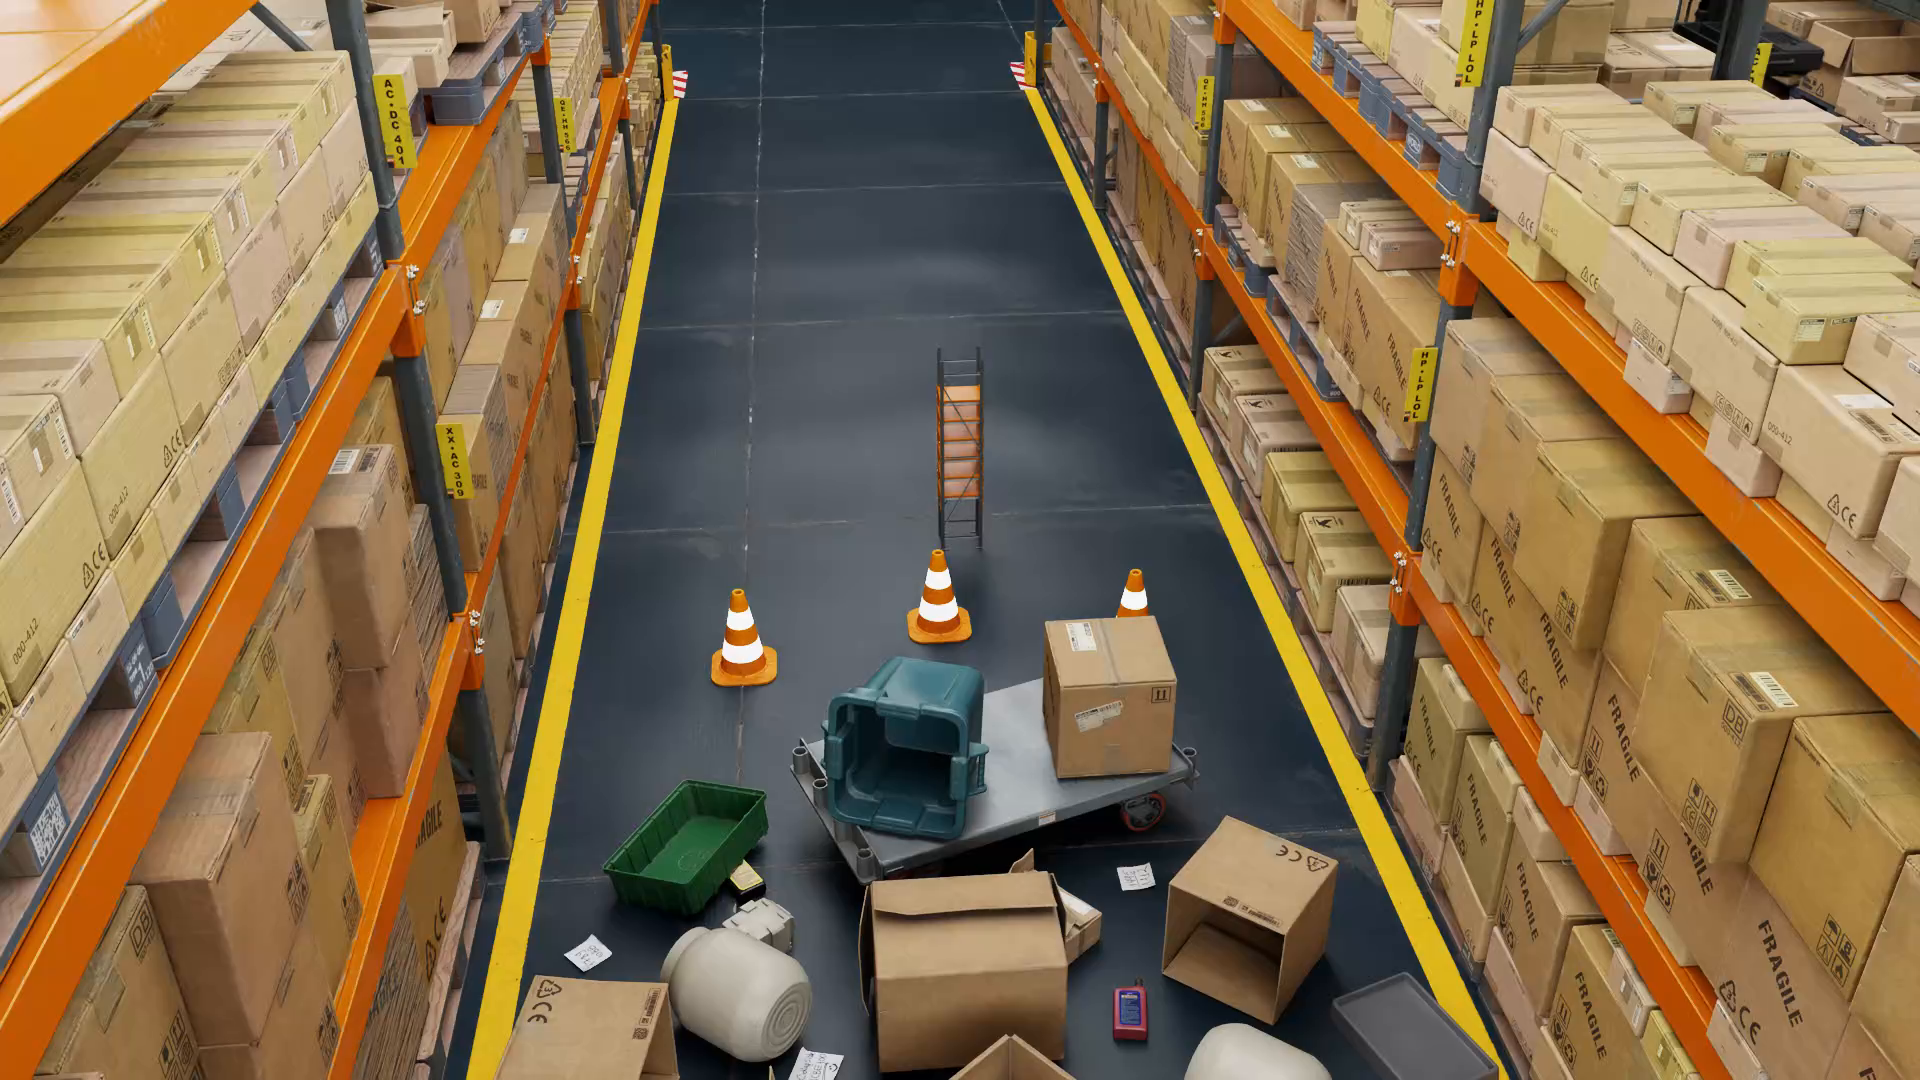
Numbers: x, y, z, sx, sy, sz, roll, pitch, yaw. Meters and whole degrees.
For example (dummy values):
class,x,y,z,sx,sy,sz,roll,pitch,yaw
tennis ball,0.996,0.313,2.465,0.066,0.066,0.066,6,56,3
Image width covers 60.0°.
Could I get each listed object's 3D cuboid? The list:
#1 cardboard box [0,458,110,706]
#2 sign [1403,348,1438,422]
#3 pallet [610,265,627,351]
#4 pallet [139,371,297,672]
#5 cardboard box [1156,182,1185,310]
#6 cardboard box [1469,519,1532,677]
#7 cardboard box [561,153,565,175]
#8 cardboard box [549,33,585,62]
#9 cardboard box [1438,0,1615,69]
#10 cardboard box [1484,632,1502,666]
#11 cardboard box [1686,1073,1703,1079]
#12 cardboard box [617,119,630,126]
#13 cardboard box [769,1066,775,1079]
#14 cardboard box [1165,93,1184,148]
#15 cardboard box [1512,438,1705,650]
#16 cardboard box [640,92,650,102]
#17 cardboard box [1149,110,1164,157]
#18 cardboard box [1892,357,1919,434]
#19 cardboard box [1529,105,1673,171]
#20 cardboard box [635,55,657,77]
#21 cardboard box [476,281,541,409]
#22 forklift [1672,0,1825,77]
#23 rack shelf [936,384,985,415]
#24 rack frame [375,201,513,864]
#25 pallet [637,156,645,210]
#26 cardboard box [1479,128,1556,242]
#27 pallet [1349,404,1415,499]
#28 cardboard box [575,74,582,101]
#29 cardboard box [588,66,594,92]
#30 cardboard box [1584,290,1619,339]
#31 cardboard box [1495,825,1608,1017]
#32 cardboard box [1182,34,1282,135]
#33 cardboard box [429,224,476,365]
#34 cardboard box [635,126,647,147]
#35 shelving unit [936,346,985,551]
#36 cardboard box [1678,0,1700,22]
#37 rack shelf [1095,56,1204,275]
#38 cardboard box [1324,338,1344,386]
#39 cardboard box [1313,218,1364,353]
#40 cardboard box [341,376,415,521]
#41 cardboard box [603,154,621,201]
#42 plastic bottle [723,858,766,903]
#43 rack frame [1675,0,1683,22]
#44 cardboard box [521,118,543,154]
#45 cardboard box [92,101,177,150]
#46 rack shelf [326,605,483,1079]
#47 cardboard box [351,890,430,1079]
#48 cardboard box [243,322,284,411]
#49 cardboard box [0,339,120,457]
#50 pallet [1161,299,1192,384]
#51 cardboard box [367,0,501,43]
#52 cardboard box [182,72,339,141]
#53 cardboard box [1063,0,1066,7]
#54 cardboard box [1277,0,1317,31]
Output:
class,x,y,z,sx,sy,sz,roll,pitch,yaw
cardboard box,-1.963,0.080,3.115,0.500,0.250,0.500,-3,31,-5
sign,1.868,-0.627,6.746,0.100,0.325,0.005,-3,31,-5
pallet,-3.055,-1.735,12.450,1.003,0.211,1.213,-3,31,-5
pallet,-2.322,-0.080,4.120,1.003,0.211,1.213,-3,31,-5
cardboard box,1.985,-2.281,12.307,0.875,0.875,0.875,-2,31,-4
cardboard box,2.254,0.164,6.163,0.500,0.500,0.500,-3,31,-5
cardboard box,-2.738,-2.360,10.611,0.380,0.149,0.250,-1,31,-2
cardboard box,-2.922,-3.558,12.037,0.380,0.149,0.250,-4,31,-6
cardboard box,2.239,-2.067,6.609,0.500,0.250,0.500,-2,31,-3
cardboard box,2.261,0.386,6.424,0.380,0.149,0.250,-3,31,-5
cardboard box,2.358,1.703,4.883,0.380,0.149,0.250,-2,31,-3
cardboard box,-3.112,-3.622,14.680,0.380,0.149,0.250,-3,31,-5
cardboard box,-0.505,2.093,5.987,0.396,0.266,0.258,2,31,4
cardboard box,1.697,-2.848,11.252,0.500,0.250,0.500,-4,31,-6
cardboard box,2.291,-0.004,5.469,0.700,0.500,0.500,-3,31,-6
cardboard box,-3.170,-4.164,15.877,0.380,0.149,0.250,-1,31,-2
cardboard box,1.646,-2.900,11.827,0.500,0.250,0.500,-3,31,-5
cardboard box,2.452,-0.317,3.899,0.380,0.149,0.250,-3,31,-5
cardboard box,2.178,-1.373,5.666,0.380,0.149,0.250,-2,31,-3
cardboard box,-3.201,-4.693,16.472,0.380,0.149,0.250,-3,31,-6
cardboard box,-2.419,-0.966,8.346,0.500,0.500,0.500,-2,31,-4
forklift,4.447,-2.158,10.505,1.130,2.935,3.031,-3,31,-4
rack shelf,0.001,-0.779,9.269,0.258,0.103,0.180,-3,31,-5
rack frame,-2.499,0.130,6.607,1.000,3.000,0.127,-3,31,-5
pallet,-3.344,-3.098,14.732,1.003,0.211,1.213,-3,31,-5
cardboard box,2.189,-1.272,5.886,0.500,0.250,0.500,-3,31,-6
pallet,2.494,-0.473,7.805,1.003,0.211,1.213,-3,31,-5
cardboard box,-2.869,-3.164,11.667,0.380,0.149,0.250,-2,31,-3
cardboard box,-2.943,-3.445,12.429,0.380,0.149,0.250,-4,31,-7
cardboard box,2.291,-0.780,5.451,0.380,0.149,0.250,-2,31,-3
cardboard box,2.315,1.371,6.070,0.500,0.500,0.500,-1,31,-2
cardboard box,1.738,-2.924,10.649,0.500,0.500,0.500,-4,31,-6
cardboard box,-2.648,-1.116,7.621,0.700,0.500,0.500,-3,31,-4
cardboard box,-3.122,-3.772,15.512,0.380,0.149,0.250,-4,31,-6
shelving unit,0.001,-0.508,9.430,0.258,1.200,0.189,-3,31,-5
cardboard box,6.437,-4.448,13.765,0.700,0.500,0.500,-2,31,-3
rack shelf,1.859,-2.913,12.404,1.077,0.370,4.000,-3,31,-5
cardboard box,2.003,-0.876,8.127,0.380,0.149,0.250,-3,31,-4
cardboard box,2.059,-1.251,8.123,0.500,0.500,0.500,-2,31,-3
cardboard box,-2.499,-0.208,5.974,0.875,0.550,0.550,-3,31,-5
cardboard box,-2.890,-2.752,12.730,0.500,0.250,0.500,-1,31,-2
plastic bottle,-0.970,1.460,7.246,0.133,0.061,0.283,-20,36,-30
rack frame,6.614,-4.483,14.330,1.000,3.000,0.127,-3,31,-5
cardboard box,-2.723,-2.487,10.245,0.380,0.149,0.250,-3,31,-5
cardboard box,-2.732,-1.181,5.227,0.500,0.250,0.500,-3,31,-4
rack shelf,-2.312,1.460,5.082,1.077,0.370,4.000,-3,31,-5
cardboard box,-2.422,1.647,5.731,0.875,0.875,0.875,-3,31,-4
cardboard box,-2.026,-0.452,4.395,0.380,0.149,0.250,-3,31,-5
cardboard box,-1.934,-0.278,3.326,0.380,0.149,0.250,-3,31,-5
pallet,2.048,-1.410,11.905,1.003,0.211,1.213,-3,31,-5
cardboard box,-2.431,-2.592,7.635,0.500,0.500,0.500,-3,31,-5
cardboard box,-2.124,-1.315,5.062,0.380,0.149,0.250,-3,31,-5
cardboard box,1.226,-5.297,15.596,0.500,0.500,0.500,-2,31,-3
cardboard box,2.125,-3.047,8.904,0.700,0.500,0.500,-3,31,-5
